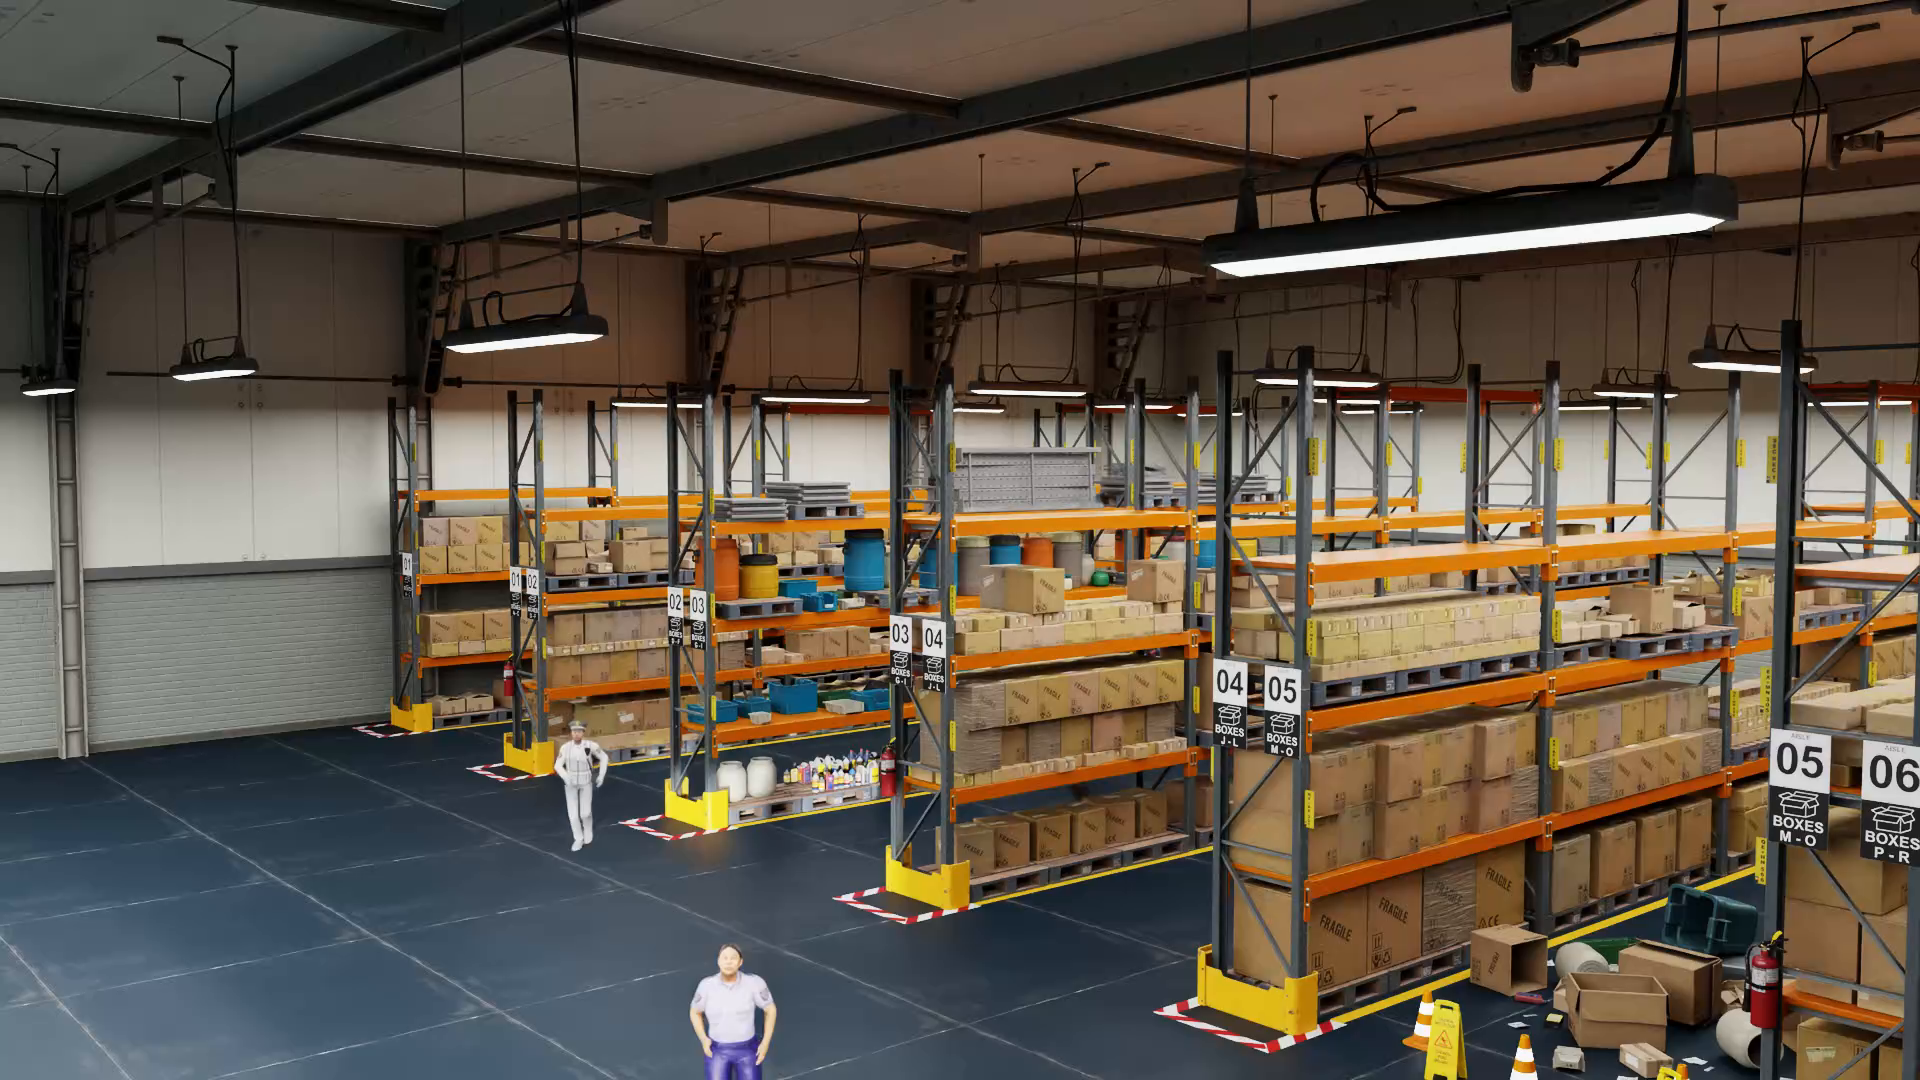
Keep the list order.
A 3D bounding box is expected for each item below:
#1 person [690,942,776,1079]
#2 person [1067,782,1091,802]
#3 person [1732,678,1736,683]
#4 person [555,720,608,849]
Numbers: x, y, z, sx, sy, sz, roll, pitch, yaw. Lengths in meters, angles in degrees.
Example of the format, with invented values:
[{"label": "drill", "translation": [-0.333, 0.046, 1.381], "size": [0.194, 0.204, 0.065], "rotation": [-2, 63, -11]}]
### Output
[{"label": "person", "translation": [-1.634, 3.688, 11.978], "size": [0.622, 1.609, 0.683], "rotation": [0, 3, -7]}, {"label": "person", "translation": [1.626, 2.998, 22.742], "size": [0.733, 1.783, 0.671], "rotation": [-3, 4, -38]}, {"label": "person", "translation": [11.434, 2.907, 24.675], "size": [0.759, 1.739, 0.617], "rotation": [-3, 4, -40]}, {"label": "person", "translation": [-4.809, 3.106, 21.075], "size": [0.651, 1.662, 0.539], "rotation": [0, 3, -7]}]
